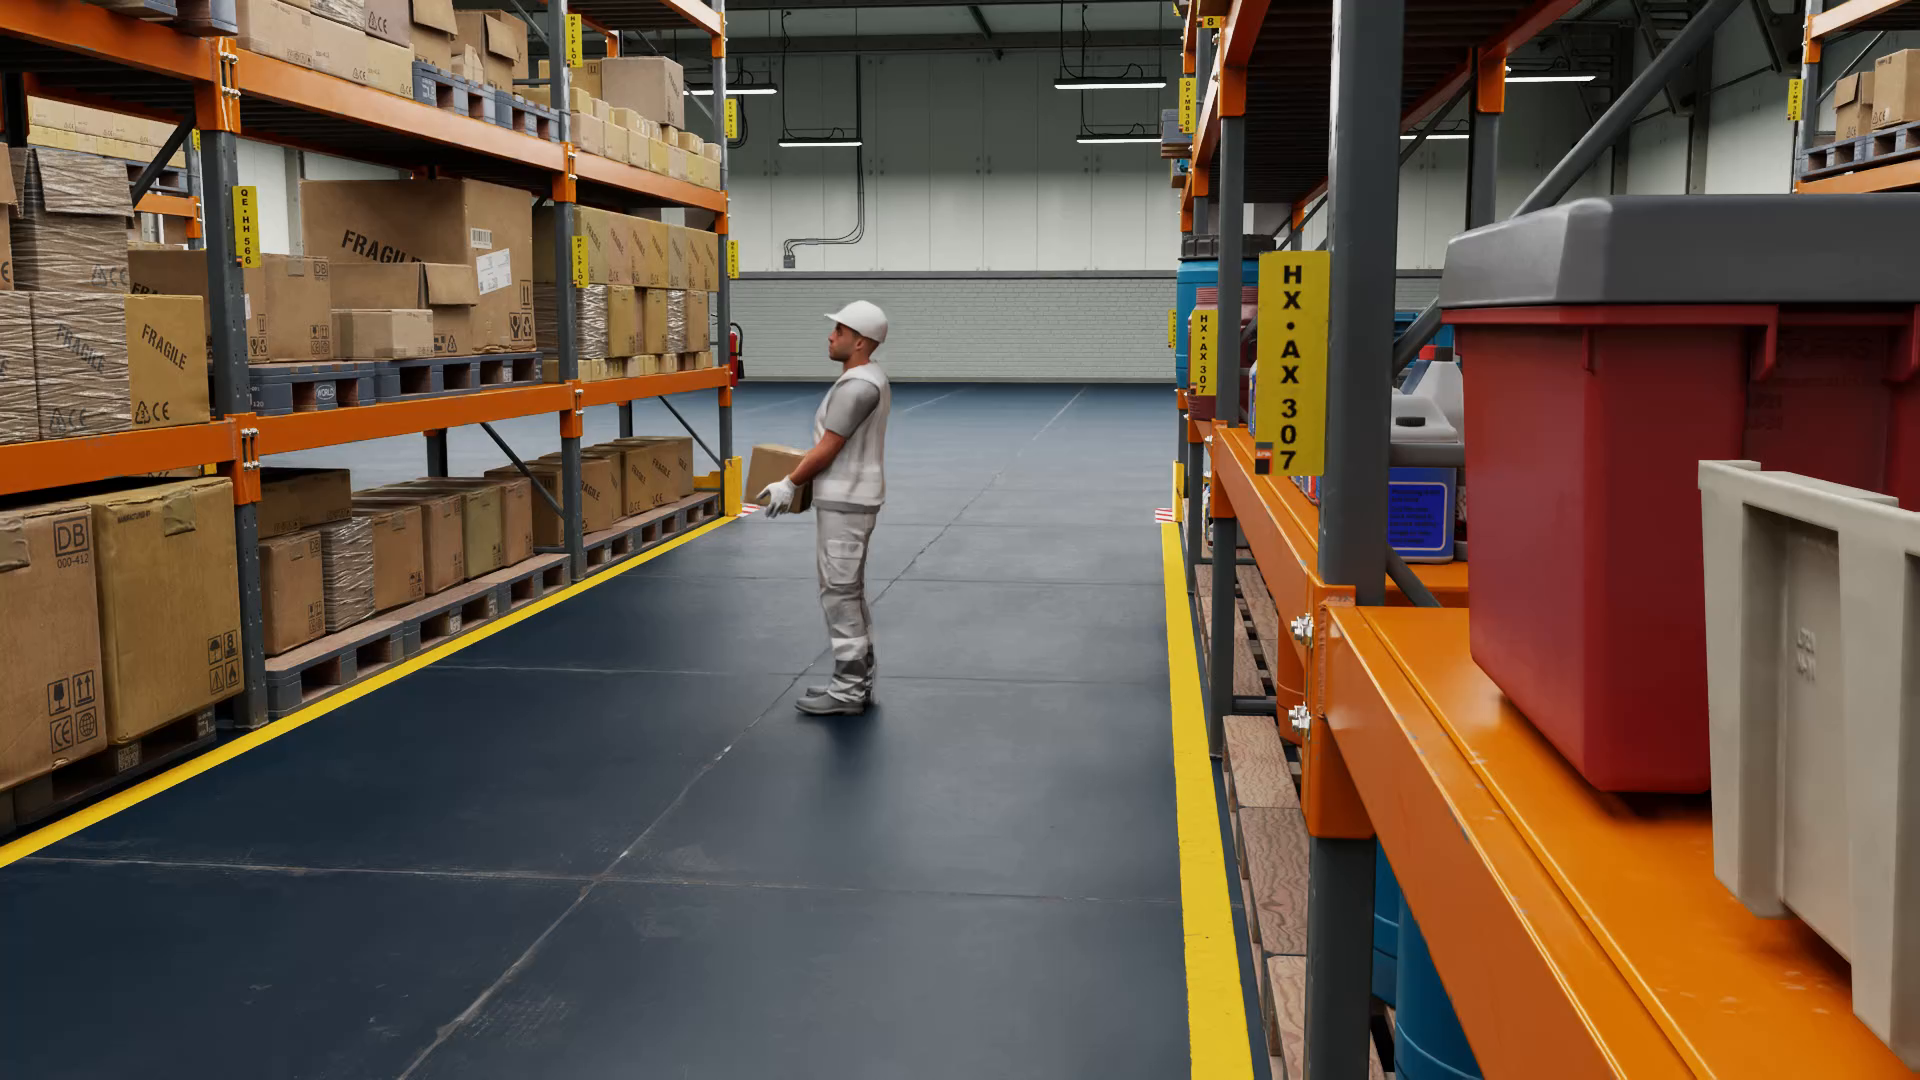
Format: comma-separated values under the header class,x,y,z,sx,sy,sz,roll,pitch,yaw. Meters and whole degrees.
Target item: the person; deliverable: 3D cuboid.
class,x,y,z,sx,sy,sz,roll,pitch,yaw
person,-0.582,-0.135,7.213,0.556,1.792,0.510,0,7,2
